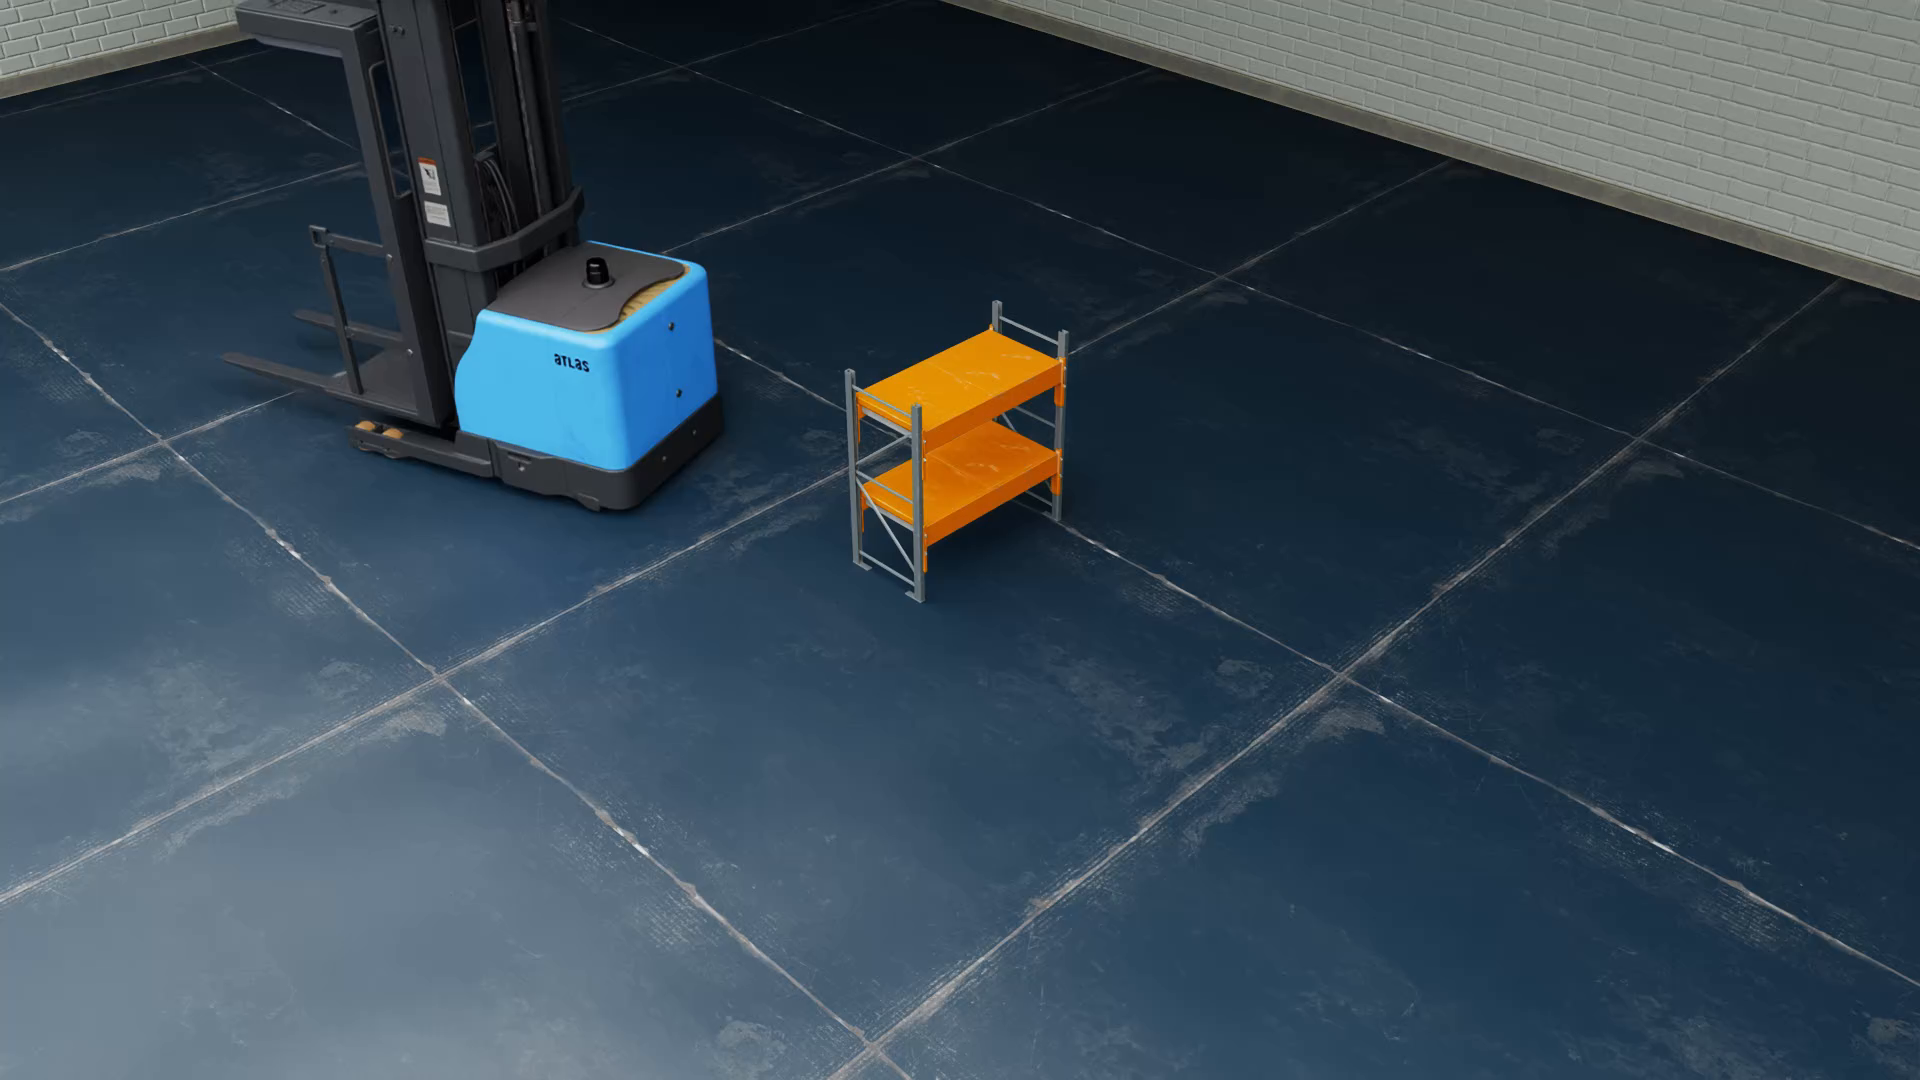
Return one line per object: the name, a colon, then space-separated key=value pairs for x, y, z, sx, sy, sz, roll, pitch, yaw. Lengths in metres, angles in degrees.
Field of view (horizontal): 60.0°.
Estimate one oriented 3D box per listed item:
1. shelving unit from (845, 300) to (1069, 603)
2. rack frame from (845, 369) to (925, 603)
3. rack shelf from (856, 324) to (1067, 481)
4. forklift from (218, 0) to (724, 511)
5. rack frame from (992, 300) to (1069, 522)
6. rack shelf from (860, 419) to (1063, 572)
shelving unit: x=-0.005 y=-0.459 z=8.415 sx=0.538 sy=1.125 sz=1.048 roll=30 pitch=45 yaw=35
rack frame: x=-0.363 y=-0.252 z=8.119 sx=0.500 sy=1.125 sz=0.032 roll=30 pitch=45 yaw=35
rack shelf: x=-0.005 y=-0.699 z=8.248 sx=0.538 sy=0.278 sz=1.000 roll=30 pitch=45 yaw=35
forklift: x=-2.913 y=-1.920 z=8.931 sx=3.031 sy=2.935 sz=1.130 roll=15 pitch=38 yaw=20
rack frame: x=0.353 y=-0.665 z=8.711 sx=0.500 sy=1.125 sz=0.032 roll=30 pitch=45 yaw=35
rack shelf: x=-0.005 y=-0.258 z=8.555 sx=0.538 sy=0.278 sz=1.000 roll=30 pitch=45 yaw=35
